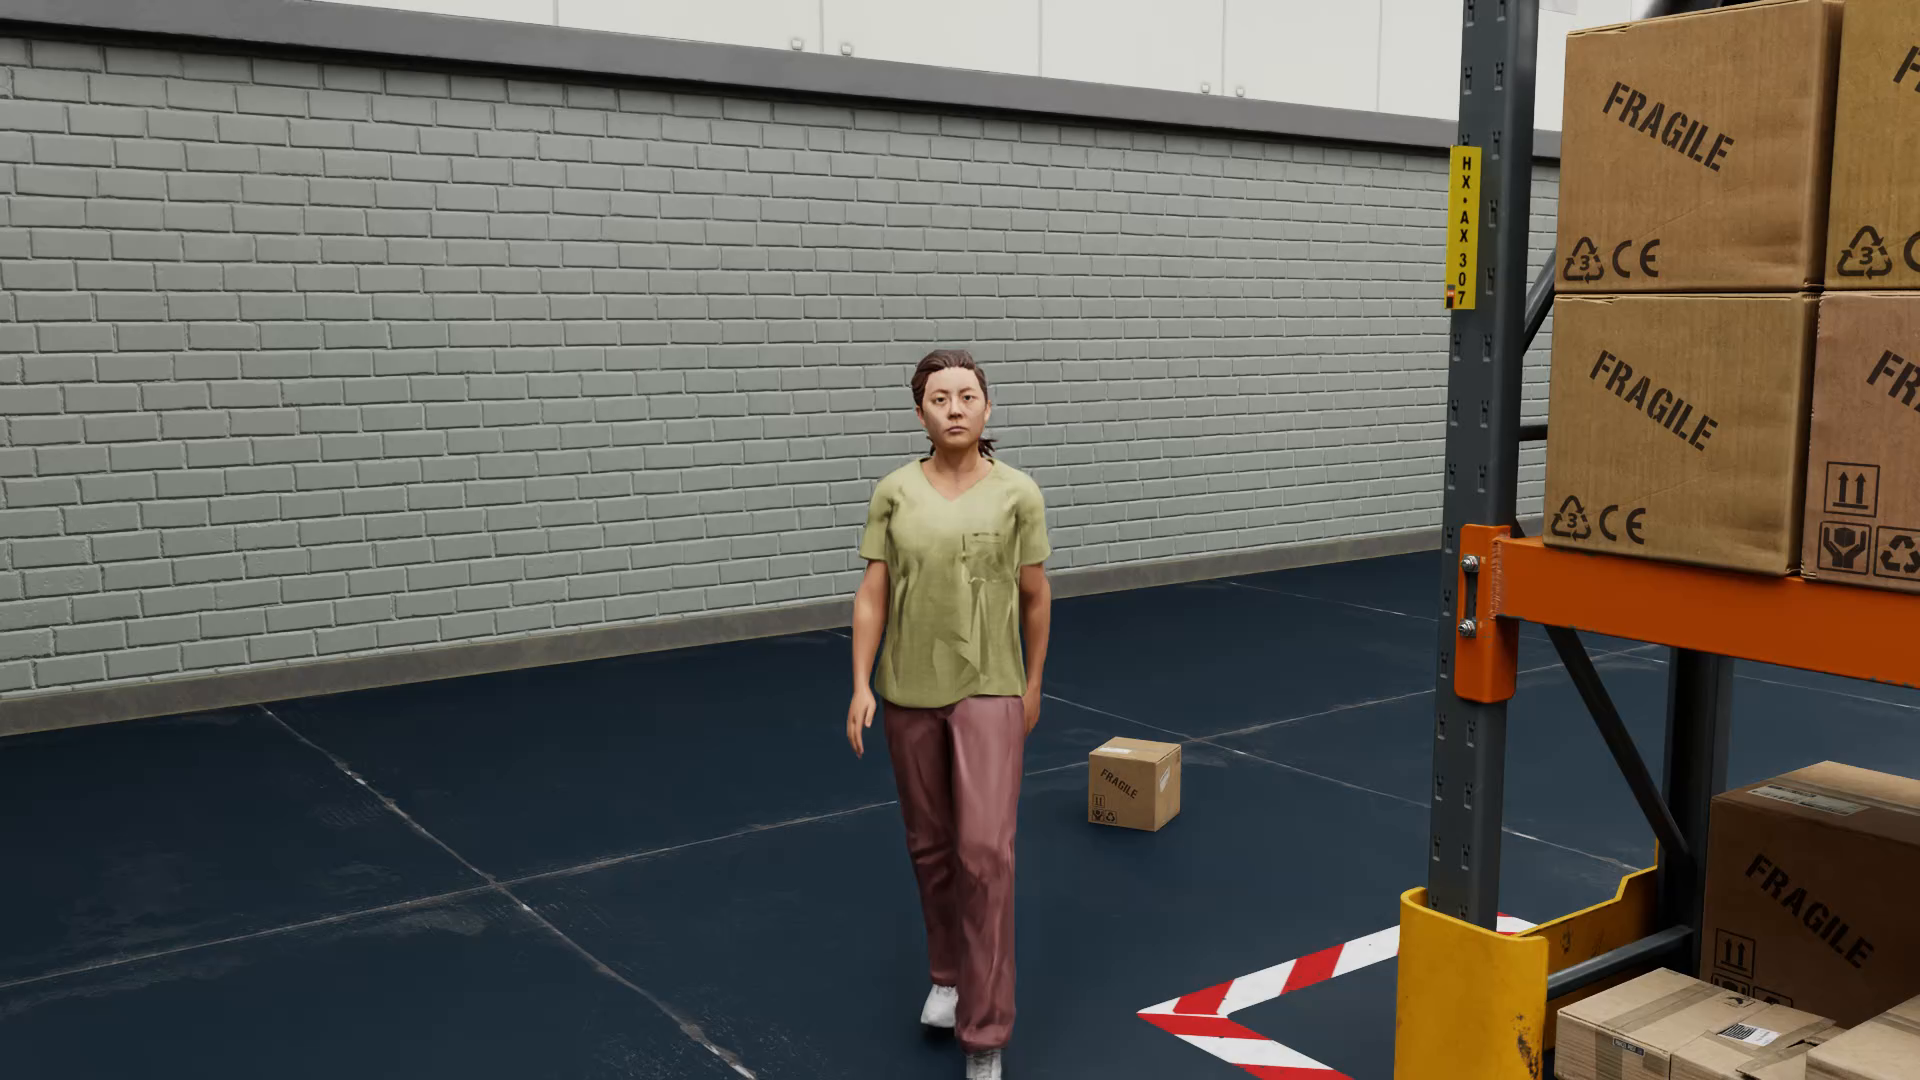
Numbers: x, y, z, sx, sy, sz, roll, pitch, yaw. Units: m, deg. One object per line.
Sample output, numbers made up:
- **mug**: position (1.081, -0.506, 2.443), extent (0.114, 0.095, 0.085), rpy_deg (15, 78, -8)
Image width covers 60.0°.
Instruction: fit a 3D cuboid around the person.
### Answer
- **person**: position (-0.035, 0.420, 3.880), extent (0.446, 1.717, 0.654), rpy_deg (1, 8, 11)
